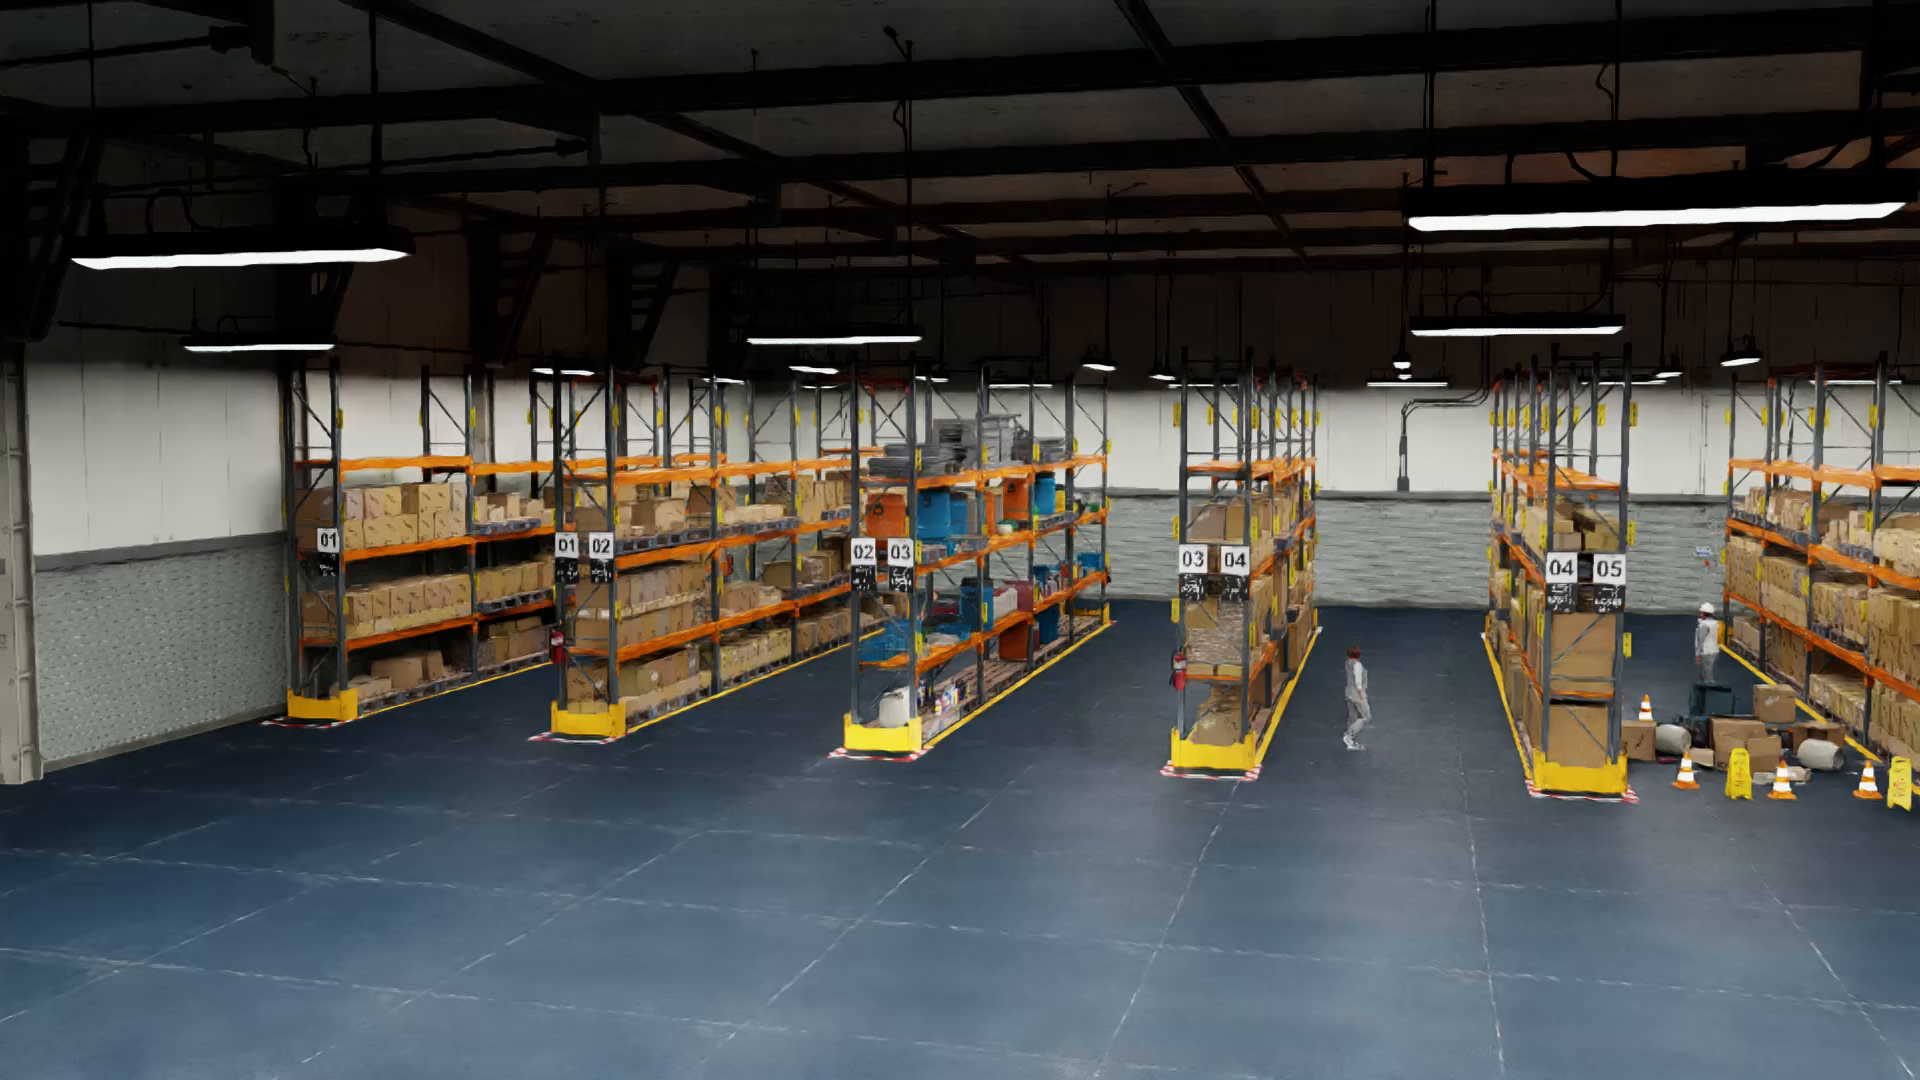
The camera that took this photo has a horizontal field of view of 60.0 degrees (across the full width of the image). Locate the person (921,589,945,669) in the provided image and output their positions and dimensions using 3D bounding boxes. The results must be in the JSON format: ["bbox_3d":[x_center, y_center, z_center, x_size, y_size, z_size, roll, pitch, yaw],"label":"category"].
[{"bbox_3d":[-0.497,1.765,33.189,0.598,1.619,0.507,1,4,14],"label":"person"}]

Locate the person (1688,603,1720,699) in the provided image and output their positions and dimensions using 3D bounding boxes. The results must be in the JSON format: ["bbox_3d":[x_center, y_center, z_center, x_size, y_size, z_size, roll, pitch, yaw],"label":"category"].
[{"bbox_3d":[12.976,1.975,28.984,0.576,1.768,0.624,4,6,43],"label":"person"}]

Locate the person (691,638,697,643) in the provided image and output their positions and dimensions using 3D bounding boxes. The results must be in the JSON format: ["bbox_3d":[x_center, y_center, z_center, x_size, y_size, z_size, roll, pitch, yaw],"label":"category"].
[{"bbox_3d":[-5.800,1.650,34.707,0.450,1.572,1.092,1,4,18],"label":"person"}]

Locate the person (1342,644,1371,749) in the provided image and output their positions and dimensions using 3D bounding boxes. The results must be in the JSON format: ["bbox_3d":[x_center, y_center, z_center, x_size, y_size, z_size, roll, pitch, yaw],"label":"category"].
[{"bbox_3d":[5.939,2.371,25.030,0.396,1.579,0.458,-1,4,-13],"label":"person"}]
